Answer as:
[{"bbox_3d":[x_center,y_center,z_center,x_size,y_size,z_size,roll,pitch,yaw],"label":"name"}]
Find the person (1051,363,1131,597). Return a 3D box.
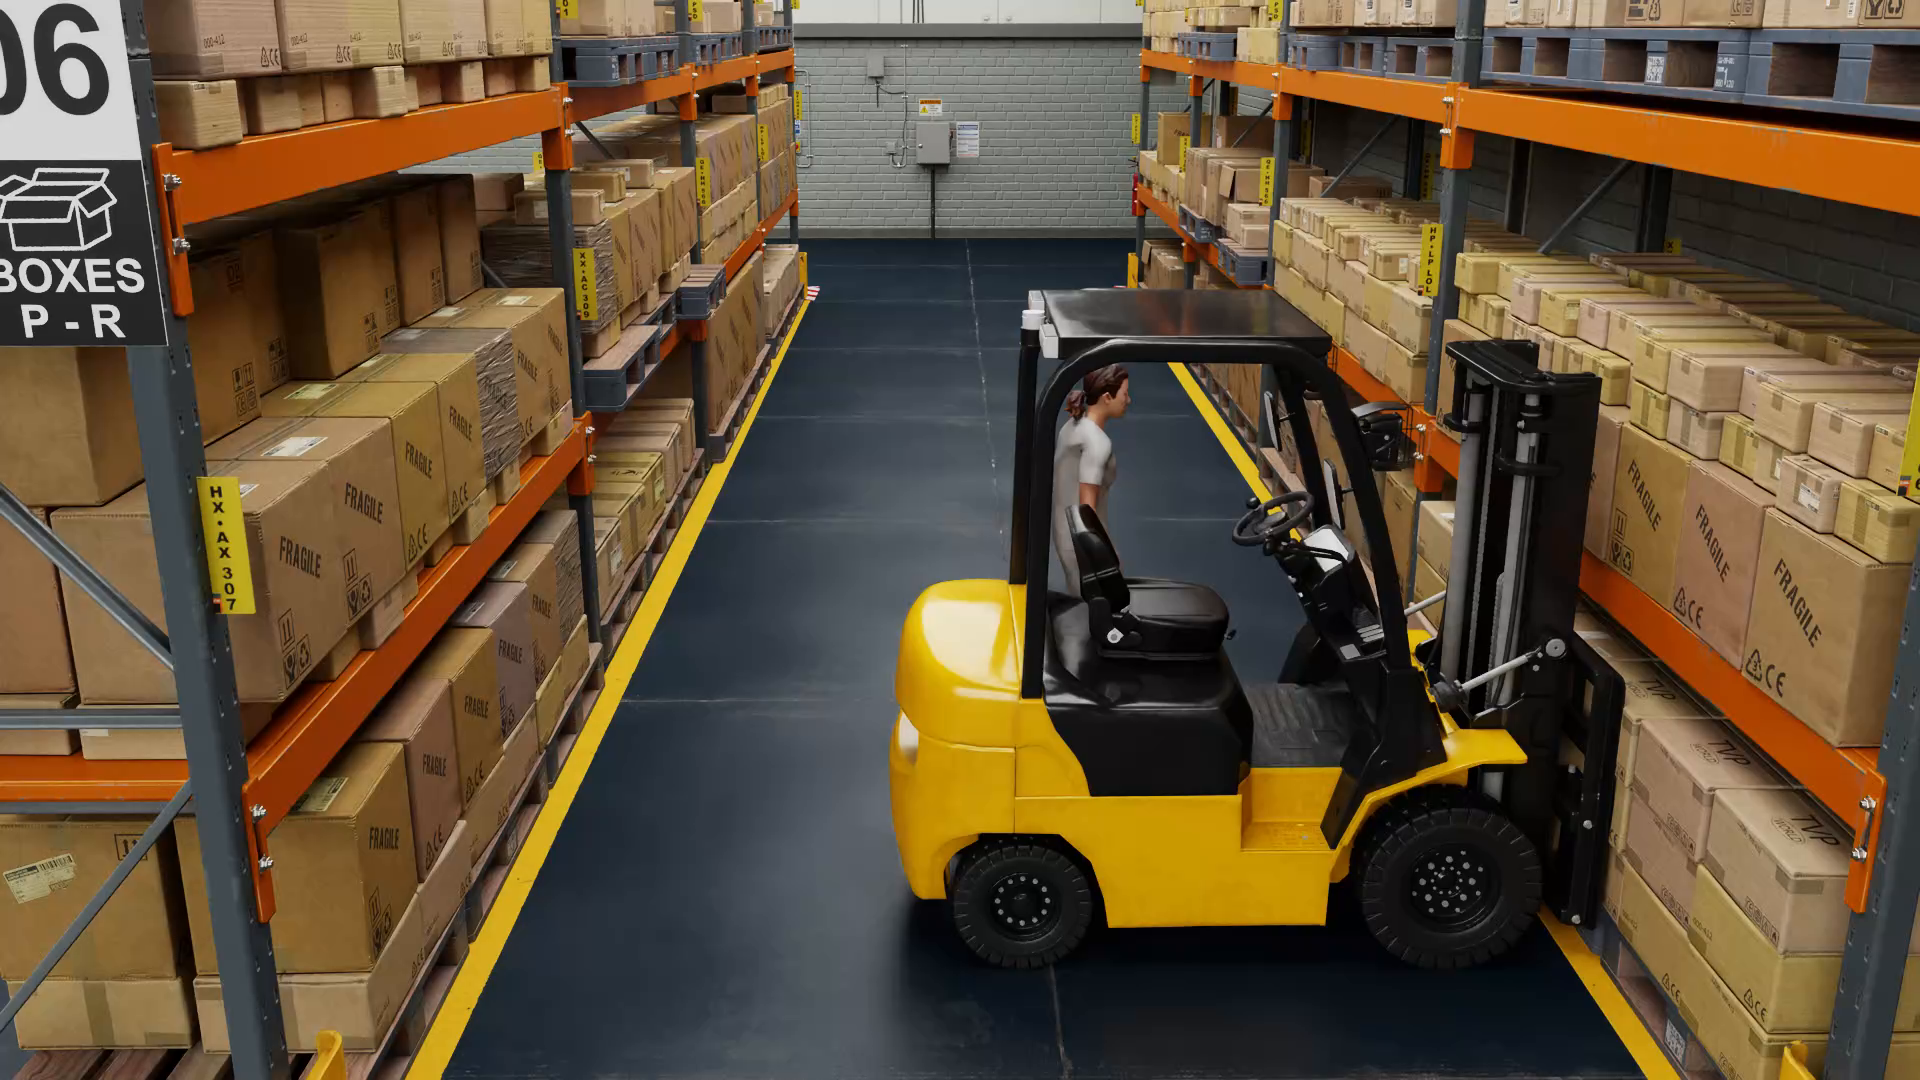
[{"bbox_3d":[0.587,0.025,7.471,0.362,1.671,0.498,-1,17,-3],"label":"person"}]
